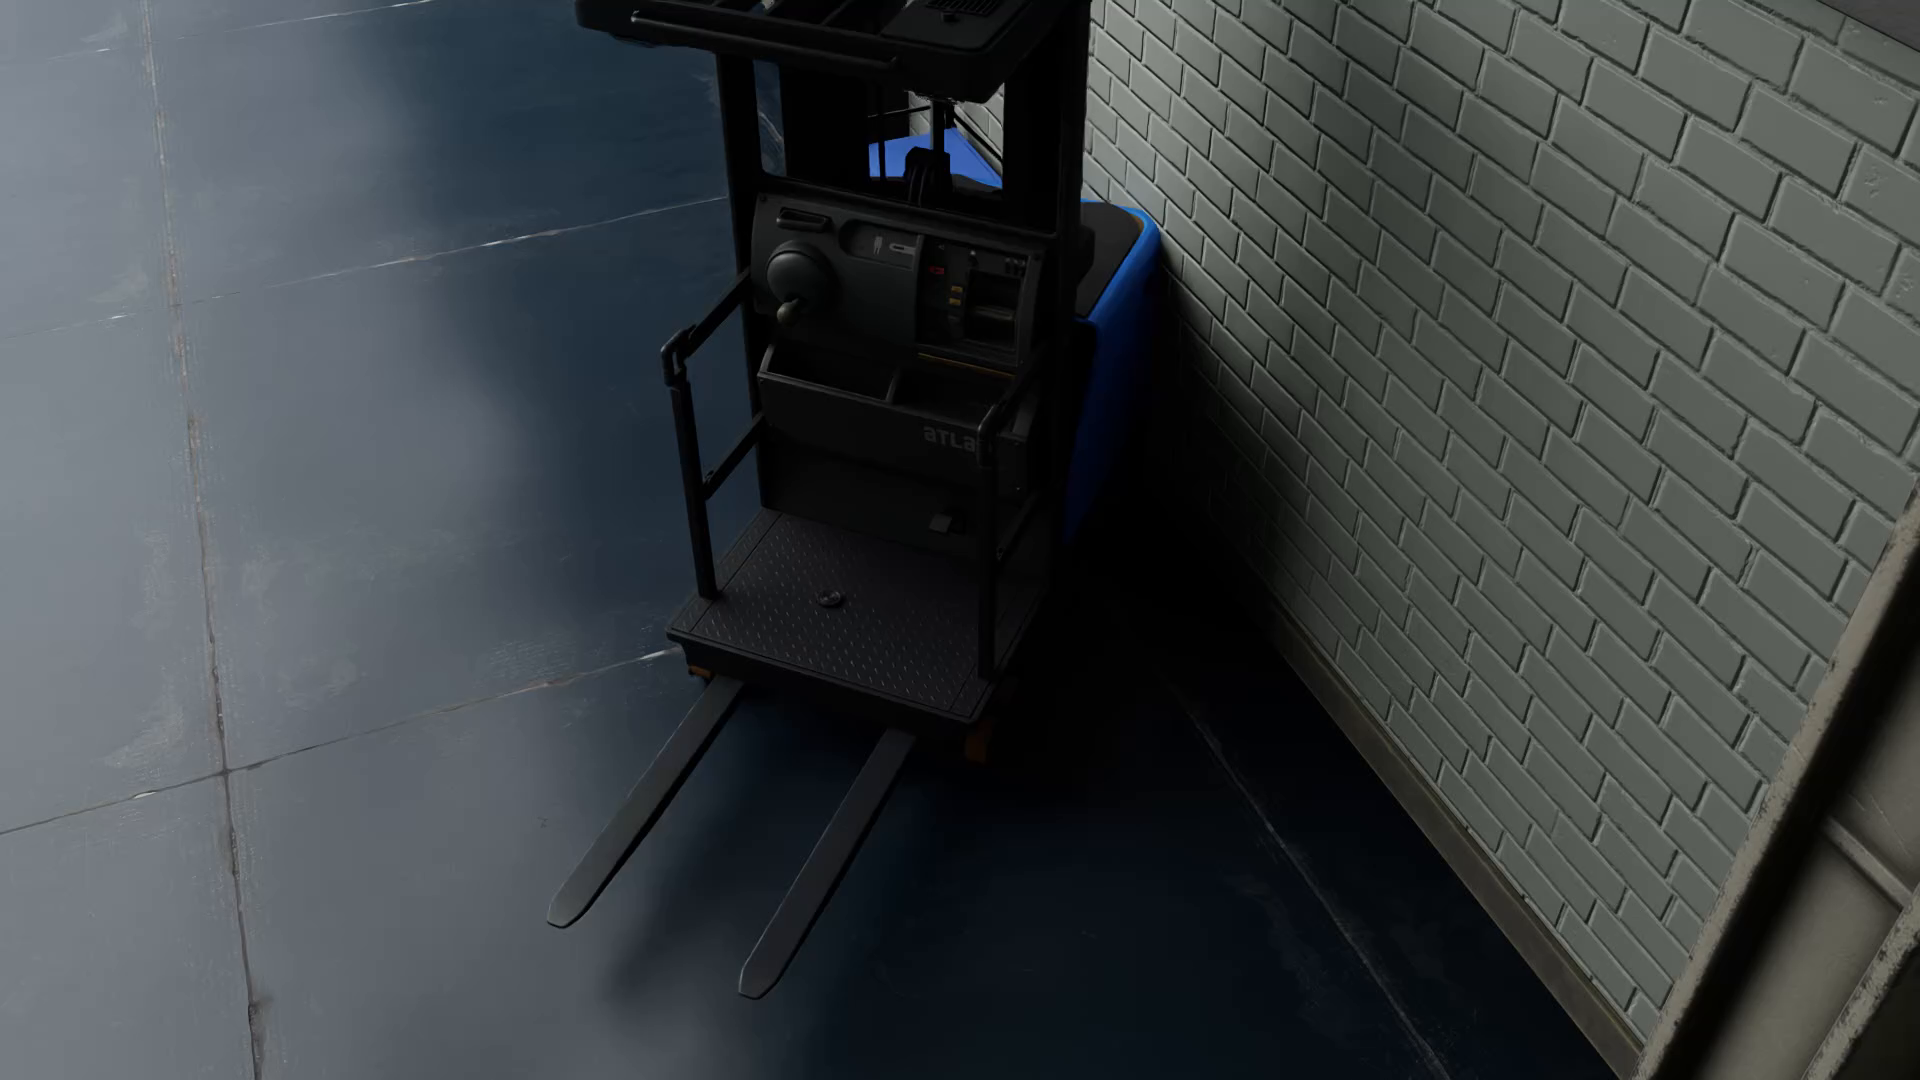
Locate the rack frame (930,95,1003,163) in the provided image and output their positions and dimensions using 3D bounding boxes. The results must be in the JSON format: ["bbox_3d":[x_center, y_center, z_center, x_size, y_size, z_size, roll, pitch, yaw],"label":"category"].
[{"bbox_3d":[0.128,-1.255,6.559,0.500,1.500,0.032,-15,43,-17],"label":"rack frame"}]

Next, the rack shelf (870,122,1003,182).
[{"bbox_3d":[-0.066,-1.425,7.033,0.538,0.185,1.000,-15,43,-17],"label":"rack shelf"}]

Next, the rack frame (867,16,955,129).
[{"bbox_3d":[-0.261,-1.867,7.272,0.500,1.500,0.032,-15,43,-17],"label":"rack frame"}]

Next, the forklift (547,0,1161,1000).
[{"bbox_3d":[-0.276,-0.701,4.817,1.130,2.935,3.031,15,43,17],"label":"forklift"}]

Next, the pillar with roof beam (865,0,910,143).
[{"bbox_3d":[-4.435,-4.222,4.258,9.100,9.000,0.400,-15,43,-17],"label":"pillar with roof beam"}]

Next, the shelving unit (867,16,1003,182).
[{"bbox_3d":[-0.067,-1.561,6.915,0.538,1.500,1.048,-15,43,-17],"label":"shelving unit"}]
